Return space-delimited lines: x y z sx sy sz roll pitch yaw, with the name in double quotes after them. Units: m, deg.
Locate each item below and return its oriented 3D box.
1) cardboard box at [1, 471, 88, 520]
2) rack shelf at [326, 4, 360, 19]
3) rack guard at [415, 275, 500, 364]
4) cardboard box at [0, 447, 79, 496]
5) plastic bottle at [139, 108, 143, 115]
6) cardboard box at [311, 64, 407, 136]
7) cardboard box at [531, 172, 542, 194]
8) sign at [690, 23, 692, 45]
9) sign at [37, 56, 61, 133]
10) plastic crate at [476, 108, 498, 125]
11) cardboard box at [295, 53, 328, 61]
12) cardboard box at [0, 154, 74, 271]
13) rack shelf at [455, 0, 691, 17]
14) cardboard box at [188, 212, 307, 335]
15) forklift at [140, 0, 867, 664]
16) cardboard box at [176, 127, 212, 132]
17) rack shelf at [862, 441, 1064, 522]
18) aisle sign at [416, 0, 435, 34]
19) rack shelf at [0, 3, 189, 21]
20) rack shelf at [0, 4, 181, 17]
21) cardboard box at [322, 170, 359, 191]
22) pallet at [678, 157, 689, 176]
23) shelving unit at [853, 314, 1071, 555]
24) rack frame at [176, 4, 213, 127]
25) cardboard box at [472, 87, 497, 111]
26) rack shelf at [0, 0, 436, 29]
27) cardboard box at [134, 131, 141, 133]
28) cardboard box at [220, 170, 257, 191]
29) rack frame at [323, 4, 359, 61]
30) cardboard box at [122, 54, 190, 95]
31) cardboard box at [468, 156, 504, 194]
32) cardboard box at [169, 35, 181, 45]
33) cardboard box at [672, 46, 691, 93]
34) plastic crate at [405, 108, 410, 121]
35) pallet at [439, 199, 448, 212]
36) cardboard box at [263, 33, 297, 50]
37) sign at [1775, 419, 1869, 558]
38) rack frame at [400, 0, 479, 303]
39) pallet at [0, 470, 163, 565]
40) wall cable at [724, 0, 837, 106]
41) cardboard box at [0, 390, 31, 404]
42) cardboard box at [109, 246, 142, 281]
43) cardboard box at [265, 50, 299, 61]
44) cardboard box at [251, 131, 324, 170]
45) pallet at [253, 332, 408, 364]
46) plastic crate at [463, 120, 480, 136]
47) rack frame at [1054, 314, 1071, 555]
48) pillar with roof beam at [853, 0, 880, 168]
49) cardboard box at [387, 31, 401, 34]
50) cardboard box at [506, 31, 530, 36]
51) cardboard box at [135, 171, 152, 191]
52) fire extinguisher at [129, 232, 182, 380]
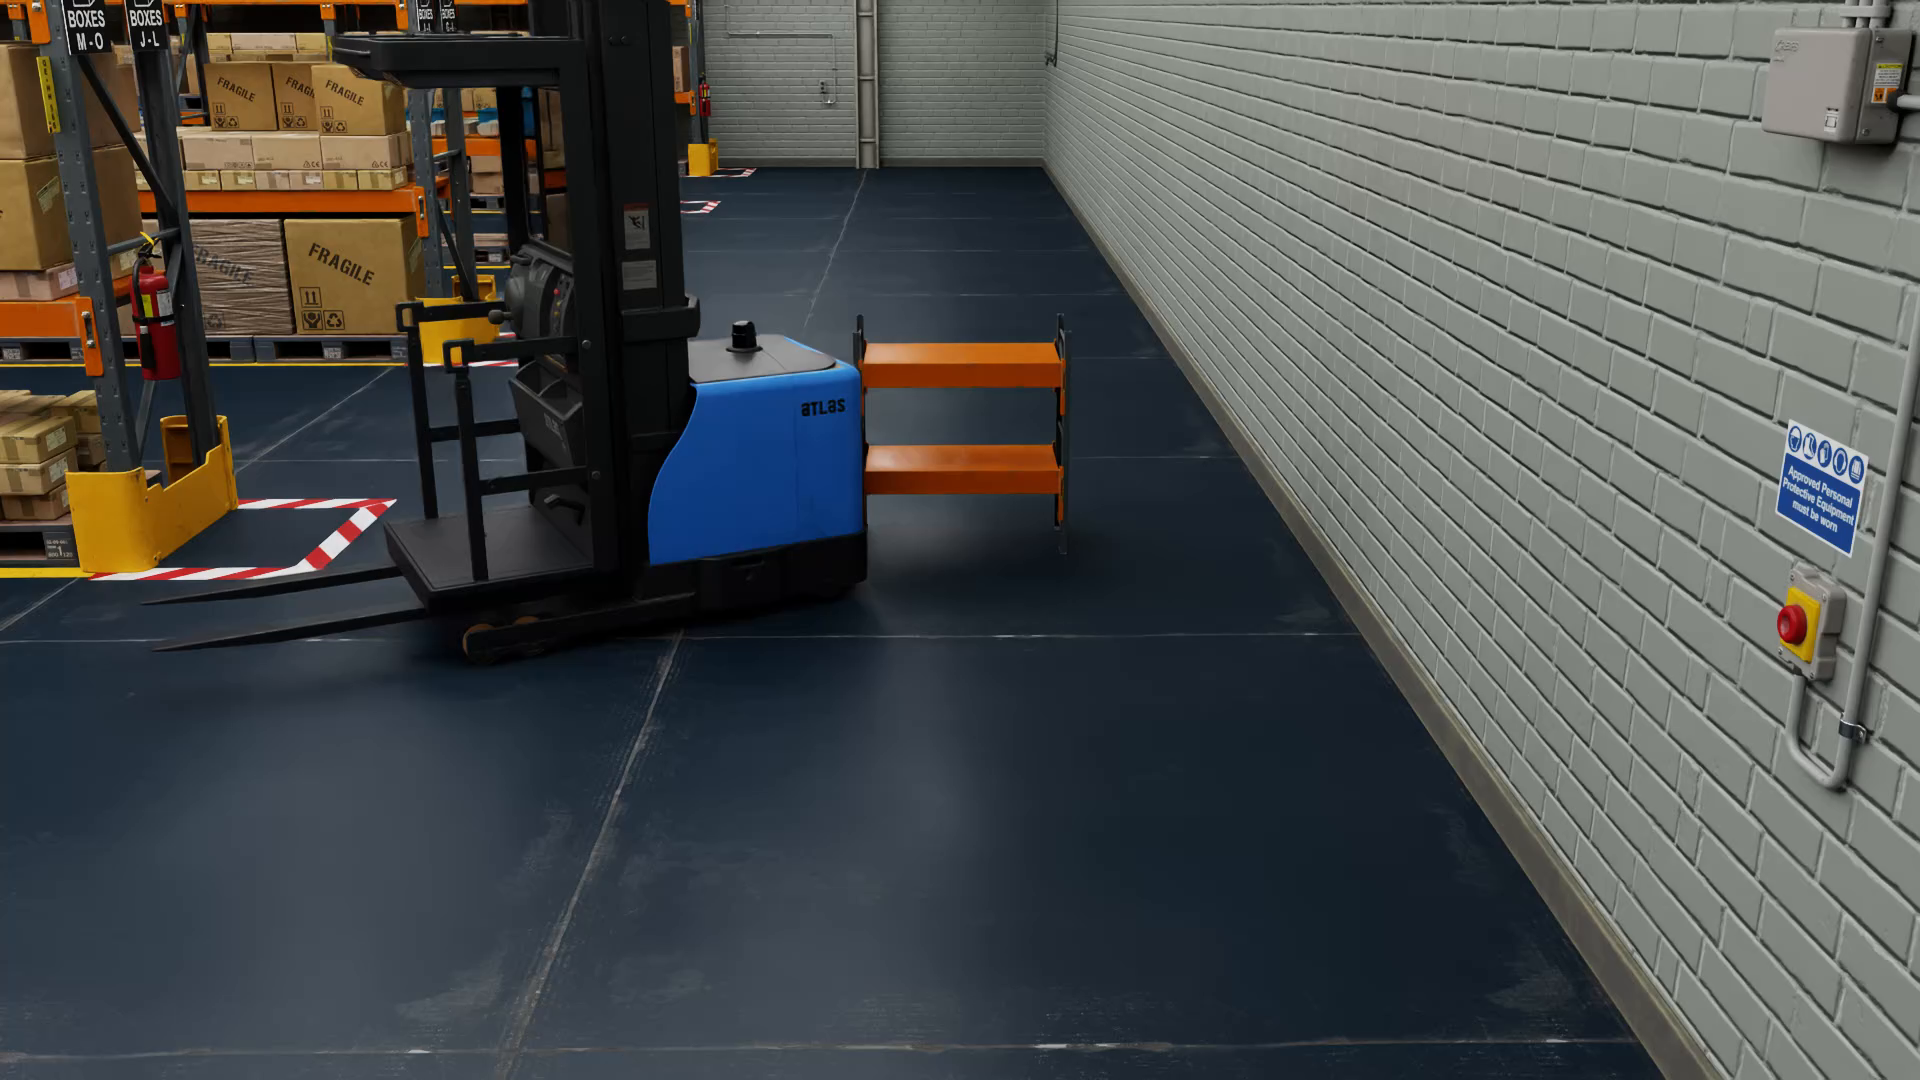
-4.564 -0.224 8.316 0.250 0.149 0.380 0 18 0 "cardboard box"
-6.171 -7.065 21.928 4.000 0.370 1.077 0 18 -1 "rack shelf"
-3.995 -1.773 13.257 0.348 0.500 1.175 0 18 -1 "rack guard"
-4.565 -0.343 8.197 0.250 0.149 0.380 -1 18 -2 "cardboard box"
-8.816 -4.517 17.928 0.097 0.271 0.097 0 18 0 "plastic bottle"
-4.502 -3.308 12.480 0.500 0.500 0.500 0 18 0 "cardboard box"
-5.661 -4.816 22.431 0.500 0.250 0.500 0 18 -1 "cardboard box"
-4.259 -8.000 26.293 0.005 0.325 0.100 0 18 -1 "sign"
-4.053 -1.980 7.397 0.005 0.325 0.100 0 18 -1 "sign"
-5.007 -4.521 17.907 0.300 0.233 0.416 0 18 -1 "plastic crate"
-8.648 -6.283 22.373 0.500 0.500 0.700 -6 19 -19 "cardboard box"
-4.487 -1.557 7.839 0.500 0.500 0.500 0 18 0 "cardboard box"
-6.253 -8.578 26.645 4.000 0.370 1.077 0 18 -1 "rack shelf"
-5.567 -2.120 13.036 0.875 0.875 0.875 0 18 -1 "cardboard box"
-1.978 -1.061 7.056 3.031 2.935 1.130 -9 20 -27 "forklift"
-6.047 -3.104 13.071 0.500 0.250 0.500 -1 18 -2 "cardboard box"
0.007 -0.303 8.451 1.000 0.278 0.538 0 18 -1 "rack shelf"
-3.942 -4.110 12.193 0.004 0.787 0.394 0 18 -1 "aisle sign"
-10.096 -5.533 17.152 4.000 0.370 1.077 0 18 -1 "rack shelf"
-14.252 -8.540 26.524 4.000 0.370 1.077 0 18 -1 "rack shelf"
-4.629 -2.740 12.589 0.250 0.149 0.380 0 18 0 "cardboard box"
-5.051 -6.146 27.362 1.213 0.211 1.003 0 18 -1 "pallet"
0.007 -0.536 8.376 1.048 1.125 0.538 0 18 -1 "shelving unit"
-12.252 -7.463 26.903 0.127 3.000 1.000 0 18 -1 "rack frame"
-6.136 -5.945 22.005 0.500 0.500 0.500 -1 18 -2 "cardboard box"
-6.018 -4.040 12.497 4.000 0.370 1.077 0 18 -1 "rack shelf"
-6.529 -2.942 12.566 0.500 0.250 0.500 0 18 1 "cardboard box"
-5.391 -2.736 12.578 0.250 0.149 0.380 -1 18 -2 "cardboard box"
-8.171 -5.970 22.247 0.127 3.000 1.000 0 18 -1 "rack frame"
-10.625 -6.182 22.056 0.500 0.500 0.700 3 18 10 "cardboard box"
-6.292 -5.001 22.594 0.637 0.503 0.797 0 18 -1 "cardboard box"
-12.597 -8.019 26.687 0.250 0.149 0.380 -3 18 -8 "cardboard box"
-4.763 -7.639 26.960 0.700 0.700 0.980 1 18 2 "cardboard box"
-5.965 -4.517 17.892 0.300 0.233 0.416 0 18 -1 "plastic crate"
-7.484 -4.645 22.682 1.213 0.211 1.003 0 18 -1 "pallet"
-10.757 -7.949 26.506 0.500 0.250 0.500 0 18 0 "cardboard box"
1.836 -0.115 3.552 0.001 0.218 0.327 0 18 -1 "sign"
-4.019 -2.963 12.875 0.127 3.000 1.000 0 18 -1 "rack frame"
-4.930 -0.127 8.597 1.213 0.211 1.003 0 18 -1 "pallet"
-2.988 -8.281 27.788 1.851 1.984 0.084 0 18 -1 "wall cable"
-5.098 -0.675 8.747 0.250 0.149 0.380 0 18 -1 "cardboard box"
-4.370 -1.427 8.497 0.250 0.149 0.380 0 18 -1 "cardboard box"
-10.743 -7.588 26.608 0.500 0.500 0.500 0 18 -1 "cardboard box"
-5.006 -2.948 12.585 0.500 0.250 0.500 -1 18 -2 "cardboard box"
-4.817 -1.608 13.214 1.213 0.211 1.003 0 18 -1 "pallet"
-5.199 -4.323 17.446 0.243 0.136 0.396 0 18 -1 "plastic crate"
0.515 -0.538 8.384 0.032 1.125 0.500 0 18 -1 "rack frame"
-1.499 -9.321 22.872 0.400 9.000 9.100 0 18 -1 "pillar with roof beam"
-7.179 -6.412 21.826 0.500 0.500 0.500 -1 18 -3 "cardboard box"
-5.635 -6.420 21.850 0.500 0.500 0.500 0 18 1 "cardboard box"
-6.159 -2.732 12.566 0.250 0.149 0.380 -1 18 -2 "cardboard box"
-3.782 -1.094 7.784 0.183 0.674 0.296 0 18 -1 "fire extinguisher"
